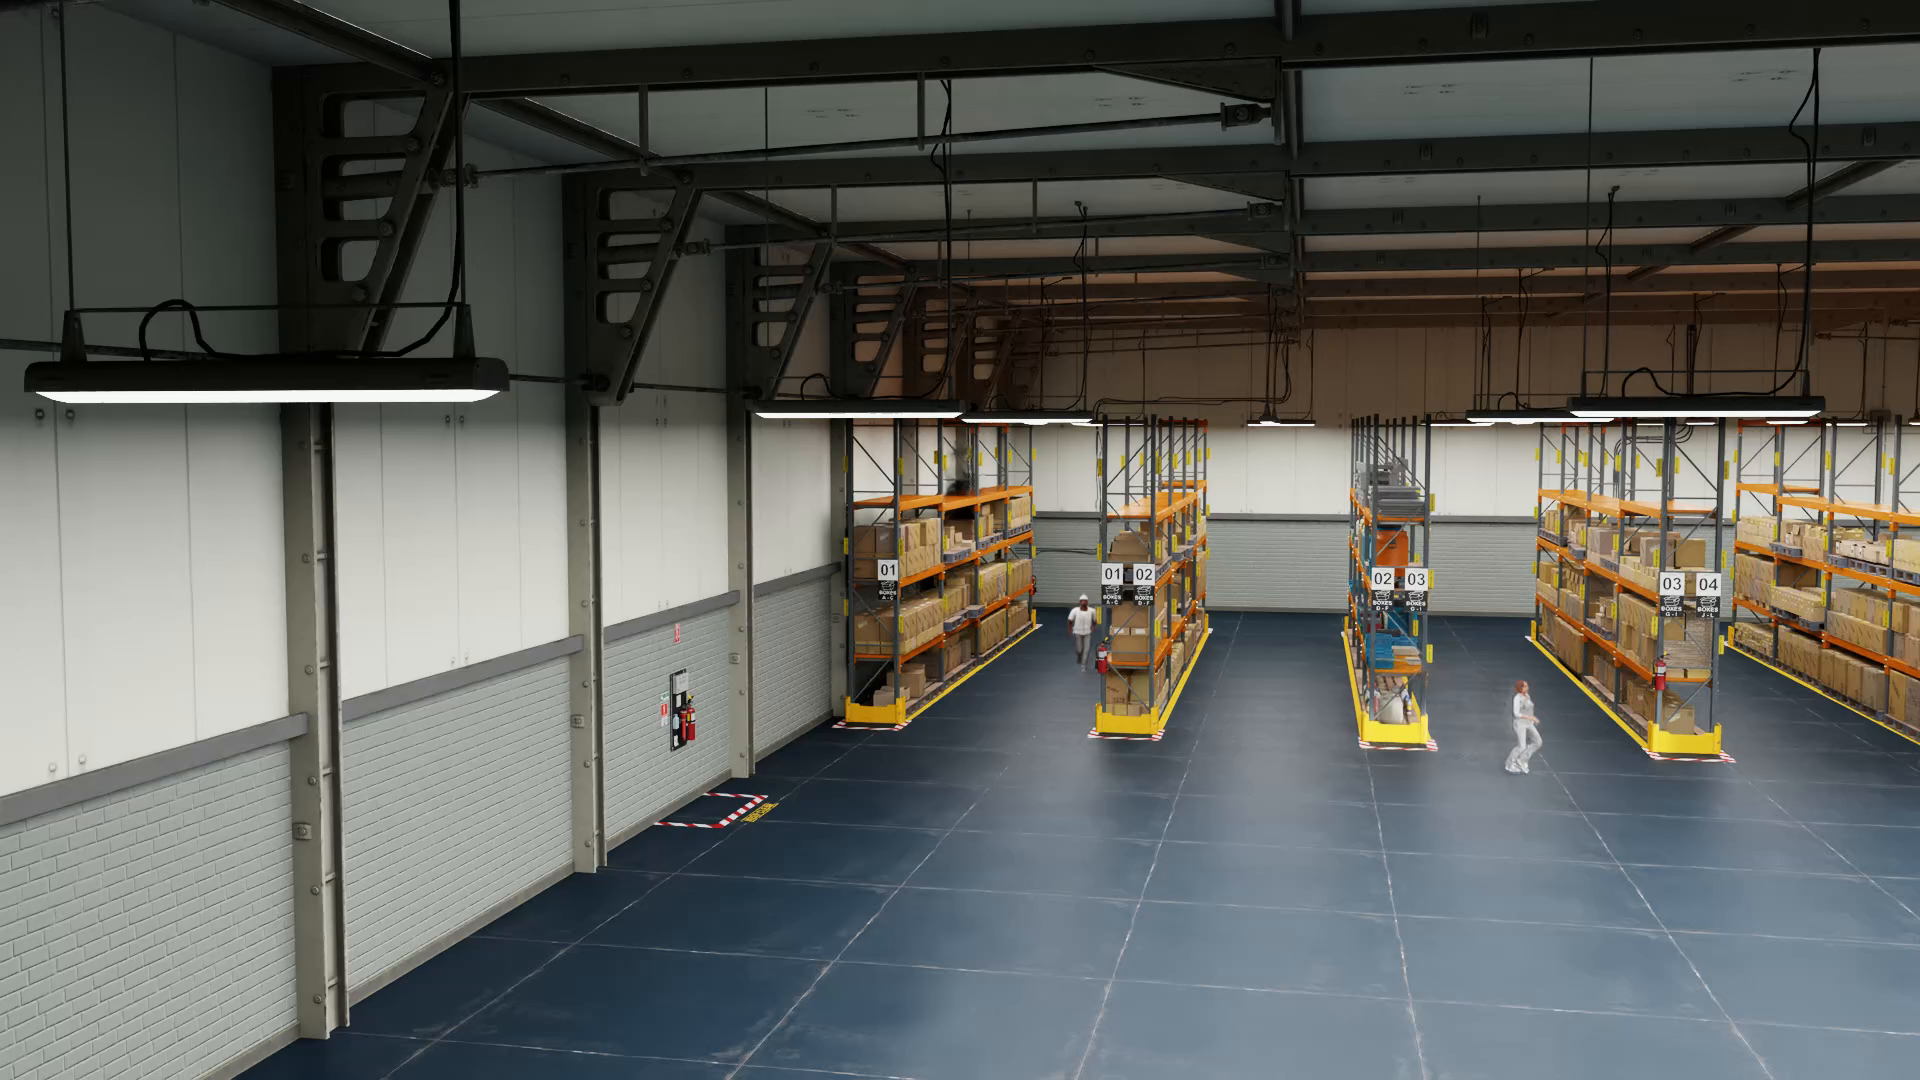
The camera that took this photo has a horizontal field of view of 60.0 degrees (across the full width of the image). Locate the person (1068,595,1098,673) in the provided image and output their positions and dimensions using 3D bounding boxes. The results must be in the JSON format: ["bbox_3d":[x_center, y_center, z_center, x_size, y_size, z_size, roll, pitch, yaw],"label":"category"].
[{"bbox_3d":[2.765,2.092,37.251,0.702,1.731,0.589,0,4,0],"label":"person"}]

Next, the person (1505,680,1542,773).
[{"bbox_3d":[9.366,3.094,27.607,0.552,1.556,0.617,-4,5,-43],"label":"person"}]
